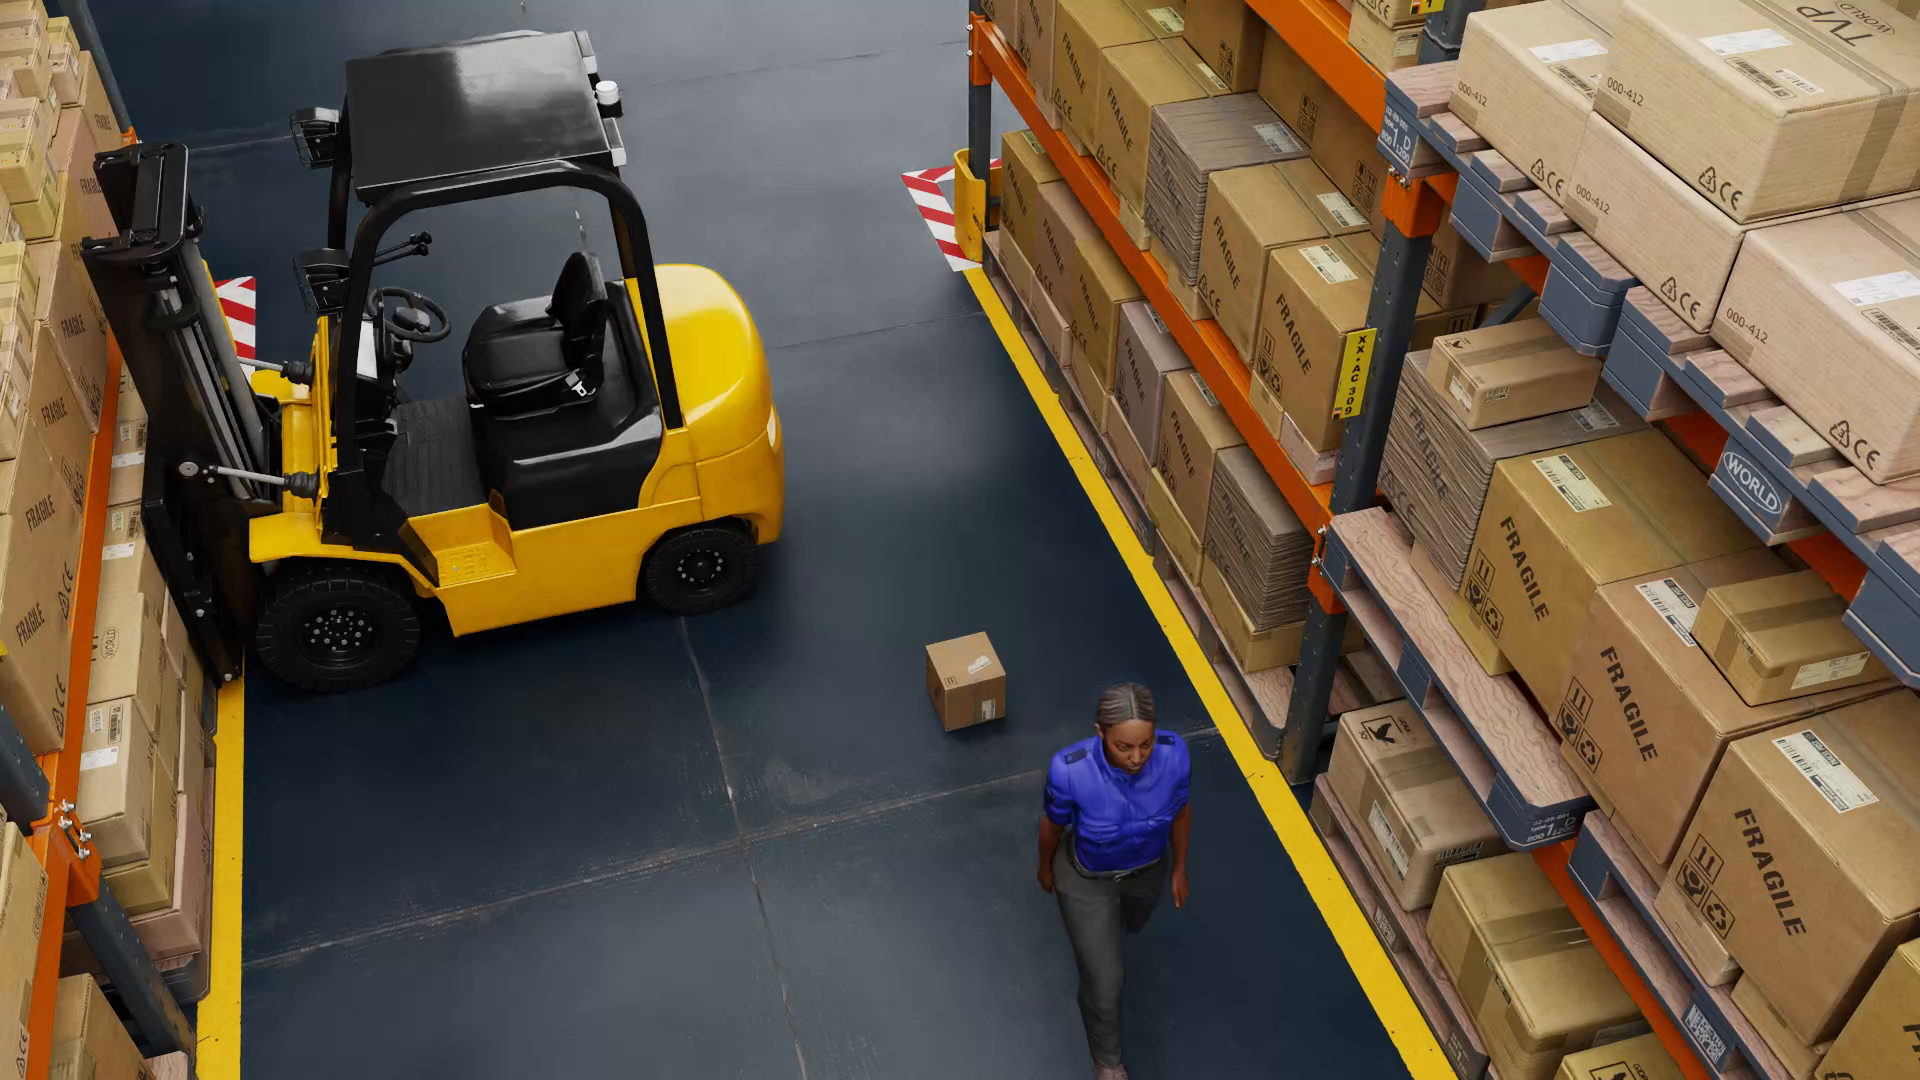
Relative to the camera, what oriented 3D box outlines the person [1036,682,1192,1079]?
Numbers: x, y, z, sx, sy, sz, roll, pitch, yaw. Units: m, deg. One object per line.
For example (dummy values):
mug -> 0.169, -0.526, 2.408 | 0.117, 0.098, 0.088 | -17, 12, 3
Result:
person -> 0.457, 0.963, 5.110 | 0.449, 1.613, 0.932 | -12, 44, -13
